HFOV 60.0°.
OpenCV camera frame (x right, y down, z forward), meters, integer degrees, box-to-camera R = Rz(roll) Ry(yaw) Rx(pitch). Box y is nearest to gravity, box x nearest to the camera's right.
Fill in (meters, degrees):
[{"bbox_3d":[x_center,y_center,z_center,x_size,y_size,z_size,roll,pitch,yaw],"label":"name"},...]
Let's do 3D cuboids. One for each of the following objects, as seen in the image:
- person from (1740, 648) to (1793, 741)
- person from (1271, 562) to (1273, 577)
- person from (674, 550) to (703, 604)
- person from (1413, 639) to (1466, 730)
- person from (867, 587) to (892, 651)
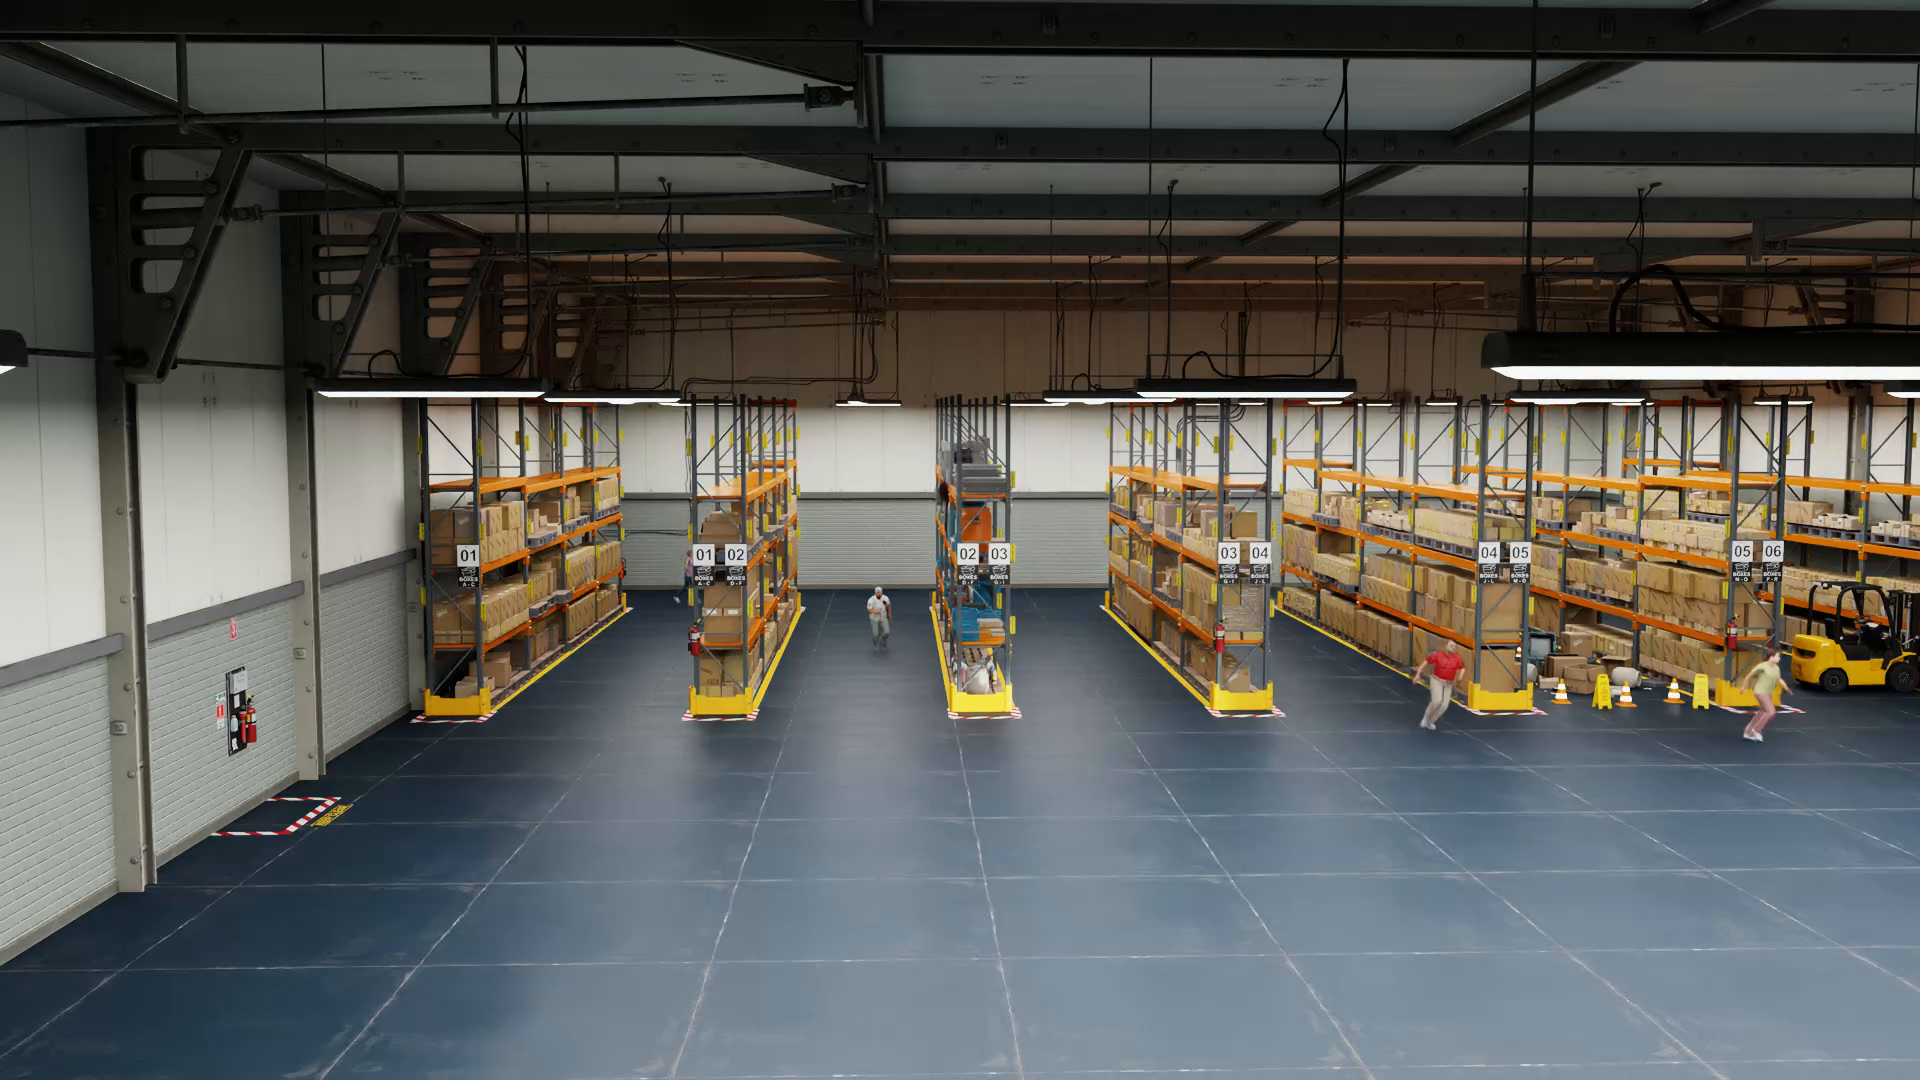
[{"bbox_3d":[13.849,2.654,28.522,0.542,1.615,0.757,-3,5,-31],"label":"person"},{"bbox_3d":[8.843,1.078,48.719,0.593,1.644,0.954,3,5,32],"label":"person"},{"bbox_3d":[-7.905,1.070,48.694,0.903,1.572,0.589,1,5,13],"label":"person"},{"bbox_3d":[8.630,2.599,29.680,0.855,1.654,0.675,-1,5,-14],"label":"person"},{"bbox_3d":[-1.895,1.863,39.179,0.609,1.557,0.827,-1,5,-12],"label":"person"}]
